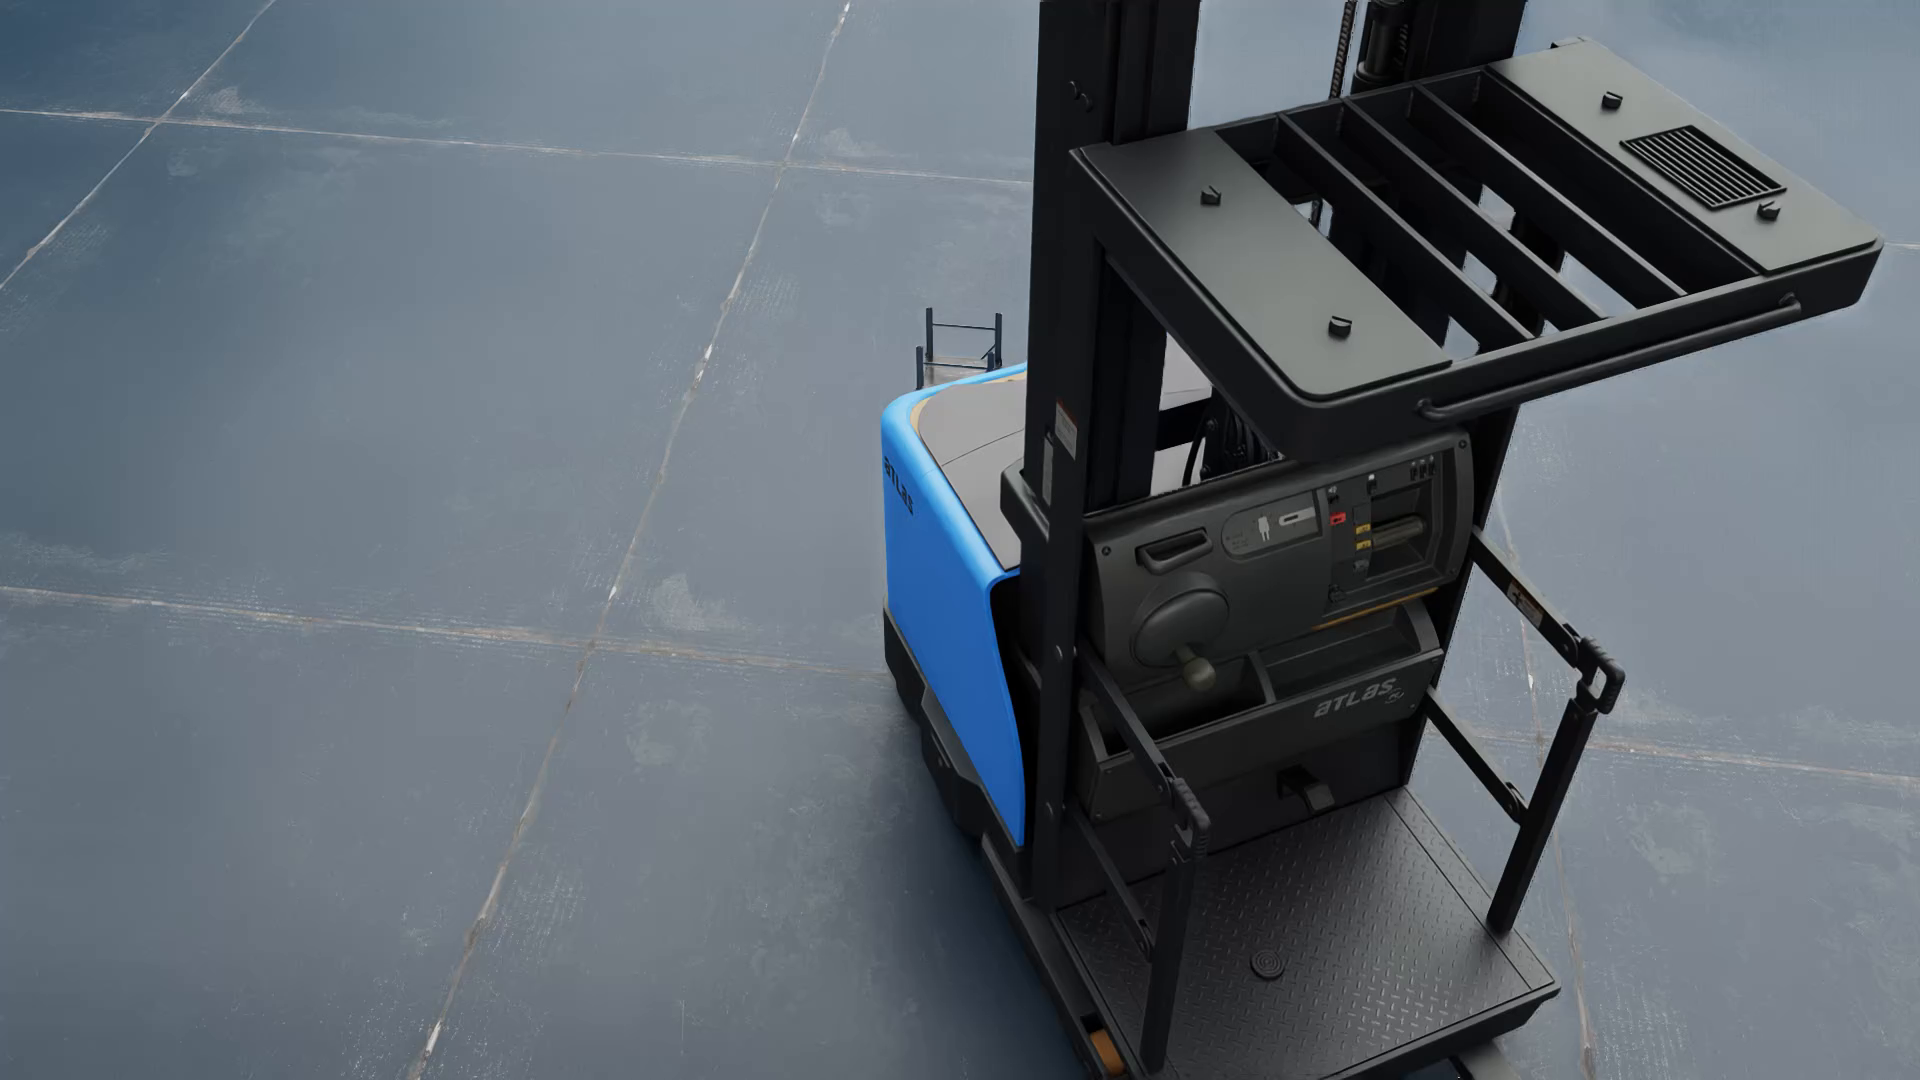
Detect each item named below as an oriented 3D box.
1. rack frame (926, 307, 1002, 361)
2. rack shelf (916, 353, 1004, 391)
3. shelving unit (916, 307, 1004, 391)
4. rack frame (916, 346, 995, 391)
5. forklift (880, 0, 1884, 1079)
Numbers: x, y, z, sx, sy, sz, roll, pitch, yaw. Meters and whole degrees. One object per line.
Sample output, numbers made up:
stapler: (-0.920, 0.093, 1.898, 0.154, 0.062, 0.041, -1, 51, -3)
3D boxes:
rack frame: (0.012, -0.391, 5.508, 0.240, 0.900, 0.006, 5, 44, 6)
rack shelf: (-0.001, -0.493, 5.272, 0.258, 0.077, 0.200, 5, 44, 6)
shelving unit: (-0.001, -0.321, 5.435, 0.258, 0.900, 0.210, 5, 44, 6)
rack frame: (-0.015, -0.252, 5.362, 0.240, 0.900, 0.006, 5, 44, 6)
forklift: (0.802, 0.131, 3.480, 1.130, 2.935, 3.031, -16, 46, -16)
